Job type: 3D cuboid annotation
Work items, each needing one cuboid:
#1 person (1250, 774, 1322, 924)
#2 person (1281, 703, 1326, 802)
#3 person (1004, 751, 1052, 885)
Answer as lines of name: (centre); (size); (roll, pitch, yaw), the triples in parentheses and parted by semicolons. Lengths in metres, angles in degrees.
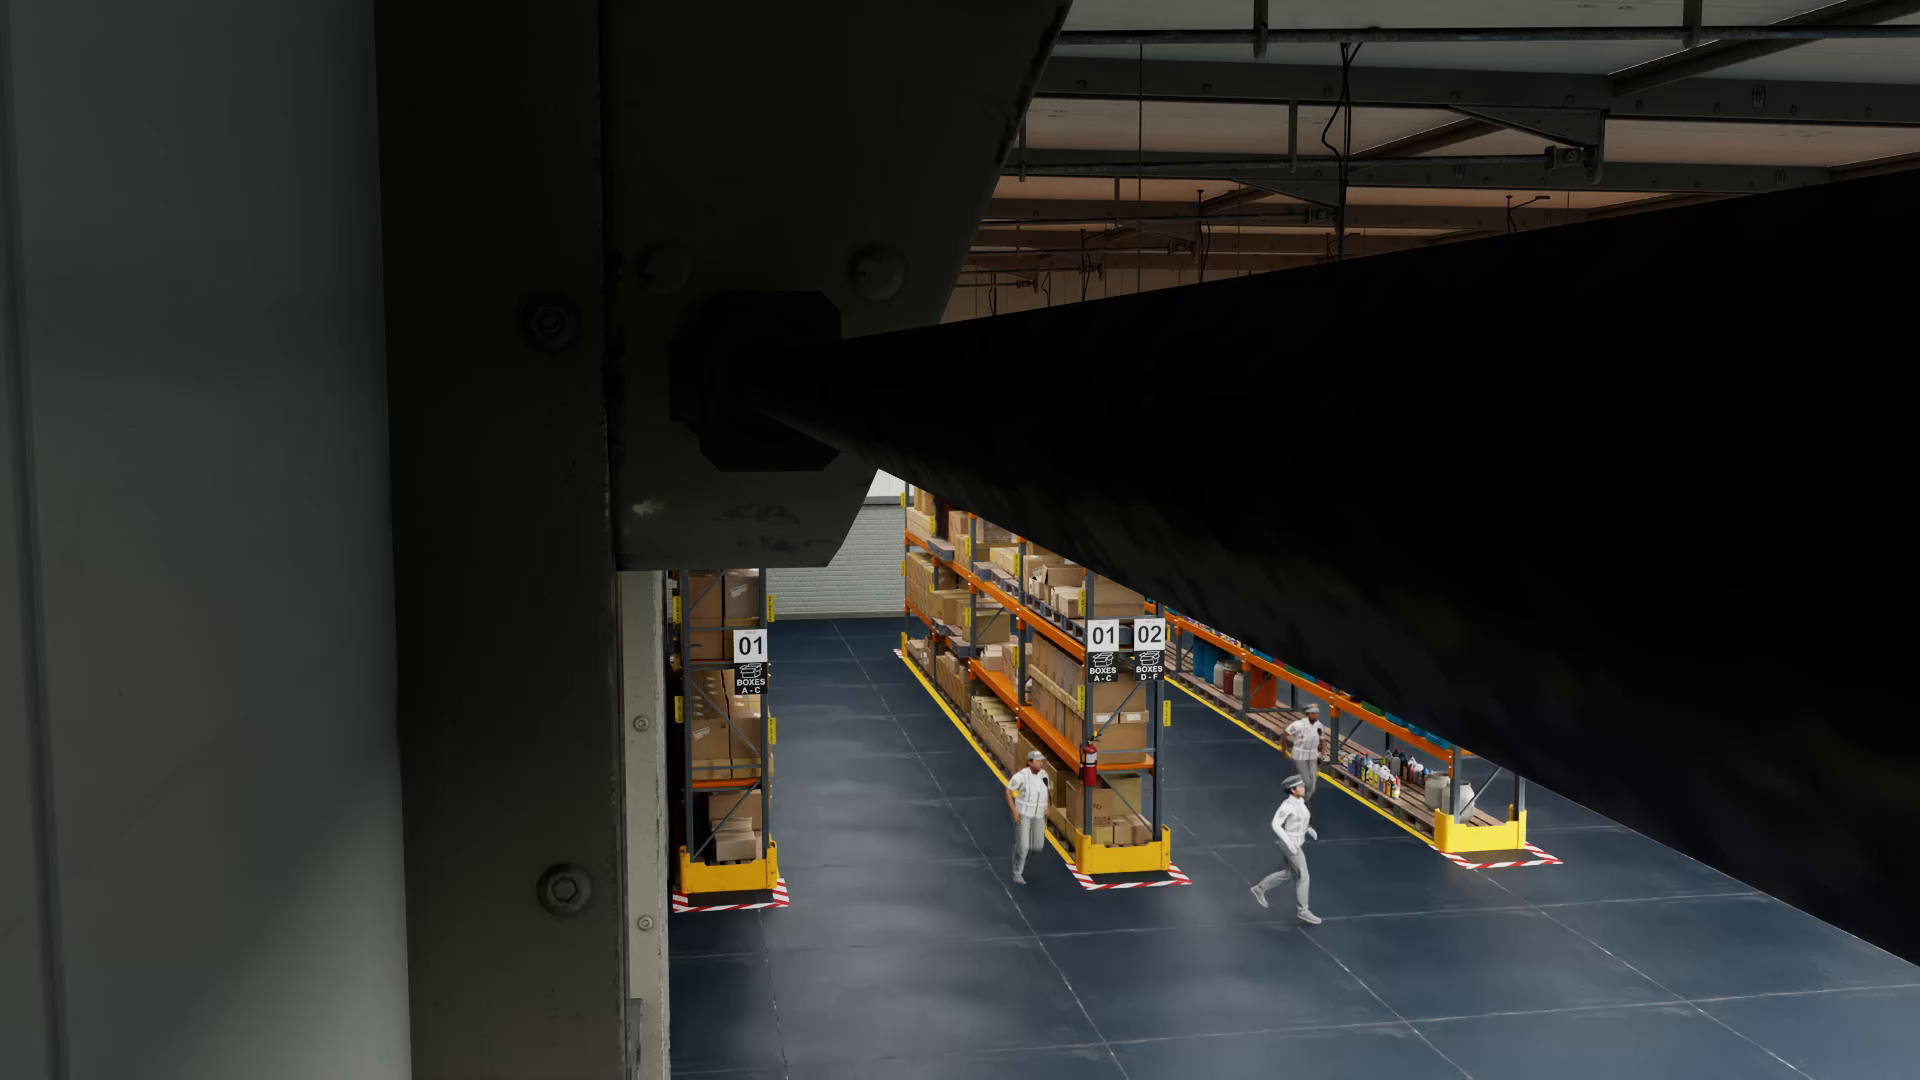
person: (3.756, 3.501, 19.078); (0.843, 1.708, 0.619); (3, 6, 23)
person: (4.883, 3.104, 23.482); (0.615, 1.638, 0.643); (-2, 6, -20)
person: (0.848, 3.412, 20.656); (0.641, 1.622, 0.552); (-3, 7, -25)
